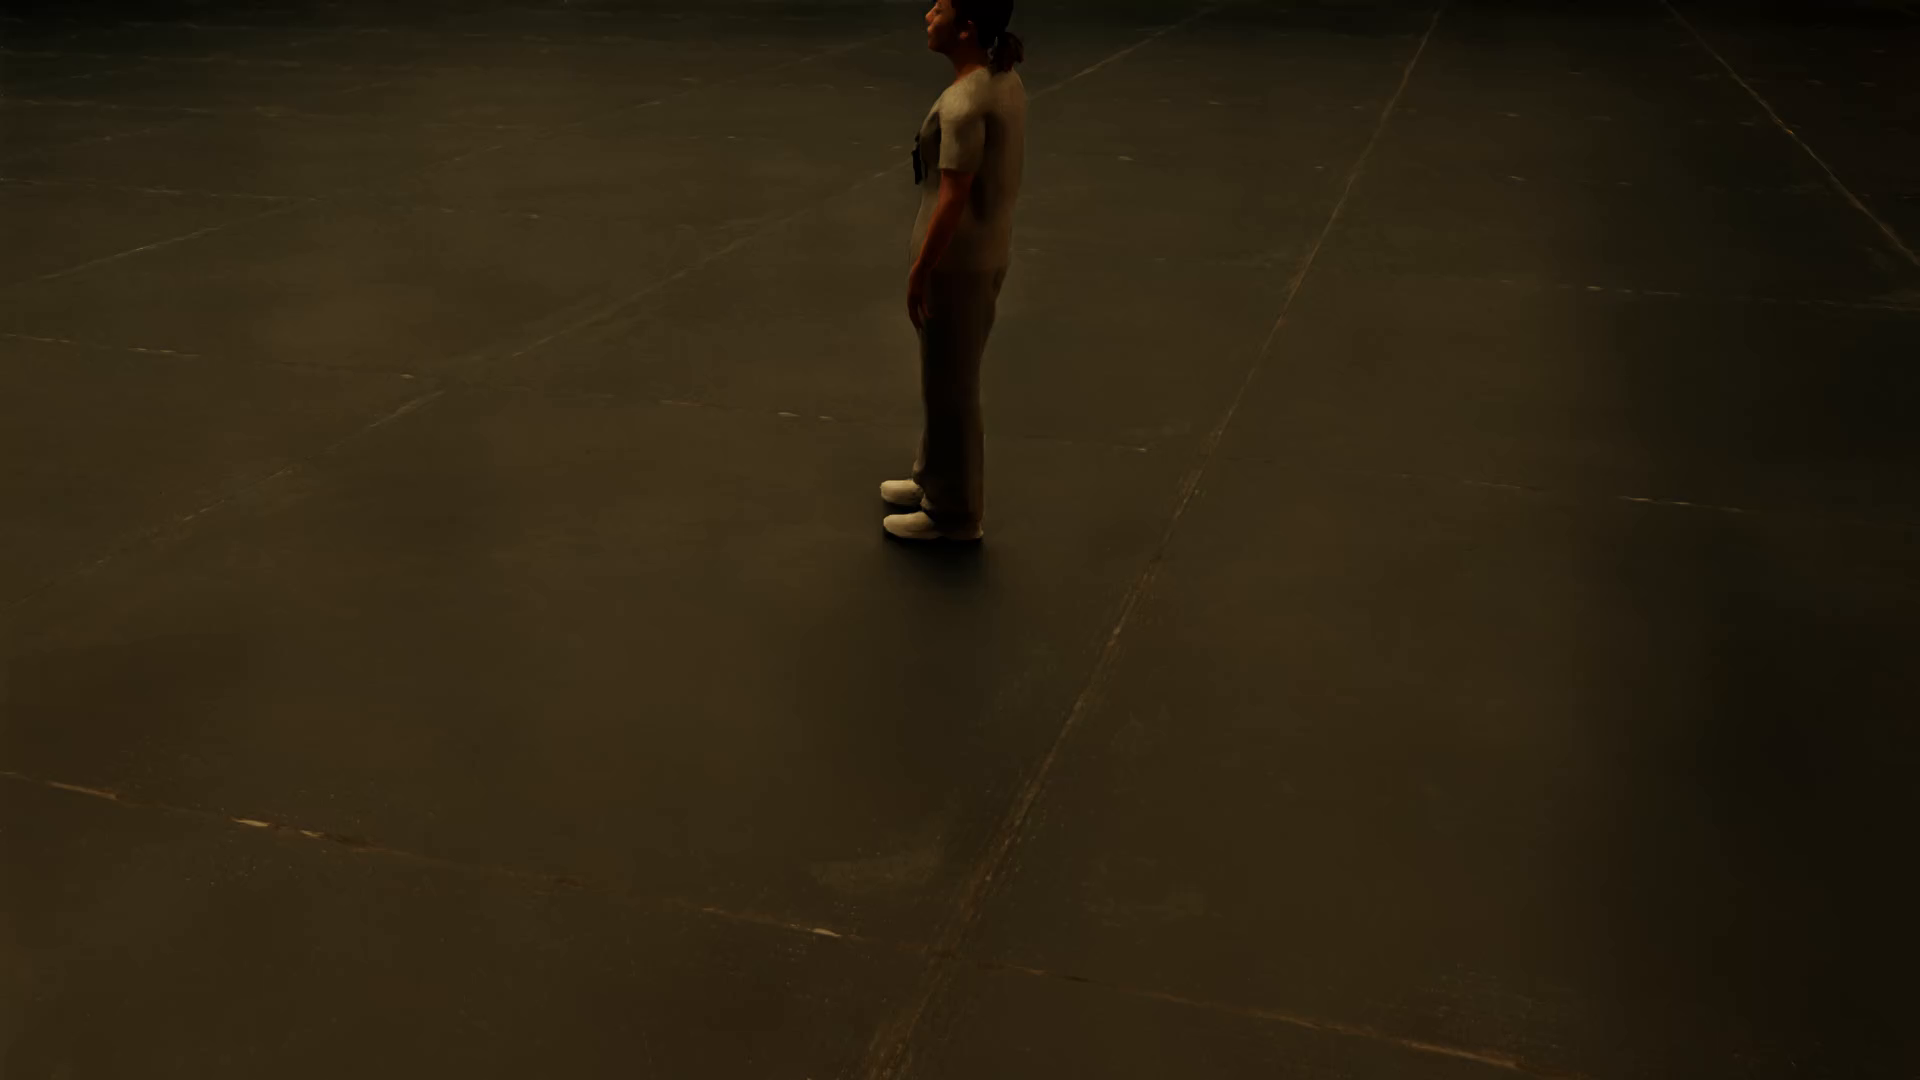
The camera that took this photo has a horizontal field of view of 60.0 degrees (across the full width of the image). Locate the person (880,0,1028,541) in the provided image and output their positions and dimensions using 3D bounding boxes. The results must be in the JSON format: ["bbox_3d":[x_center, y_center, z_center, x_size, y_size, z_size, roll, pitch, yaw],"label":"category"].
[{"bbox_3d":[-0.067,-0.794,4.830,0.548,1.674,0.550,7,23,16],"label":"person"}]
